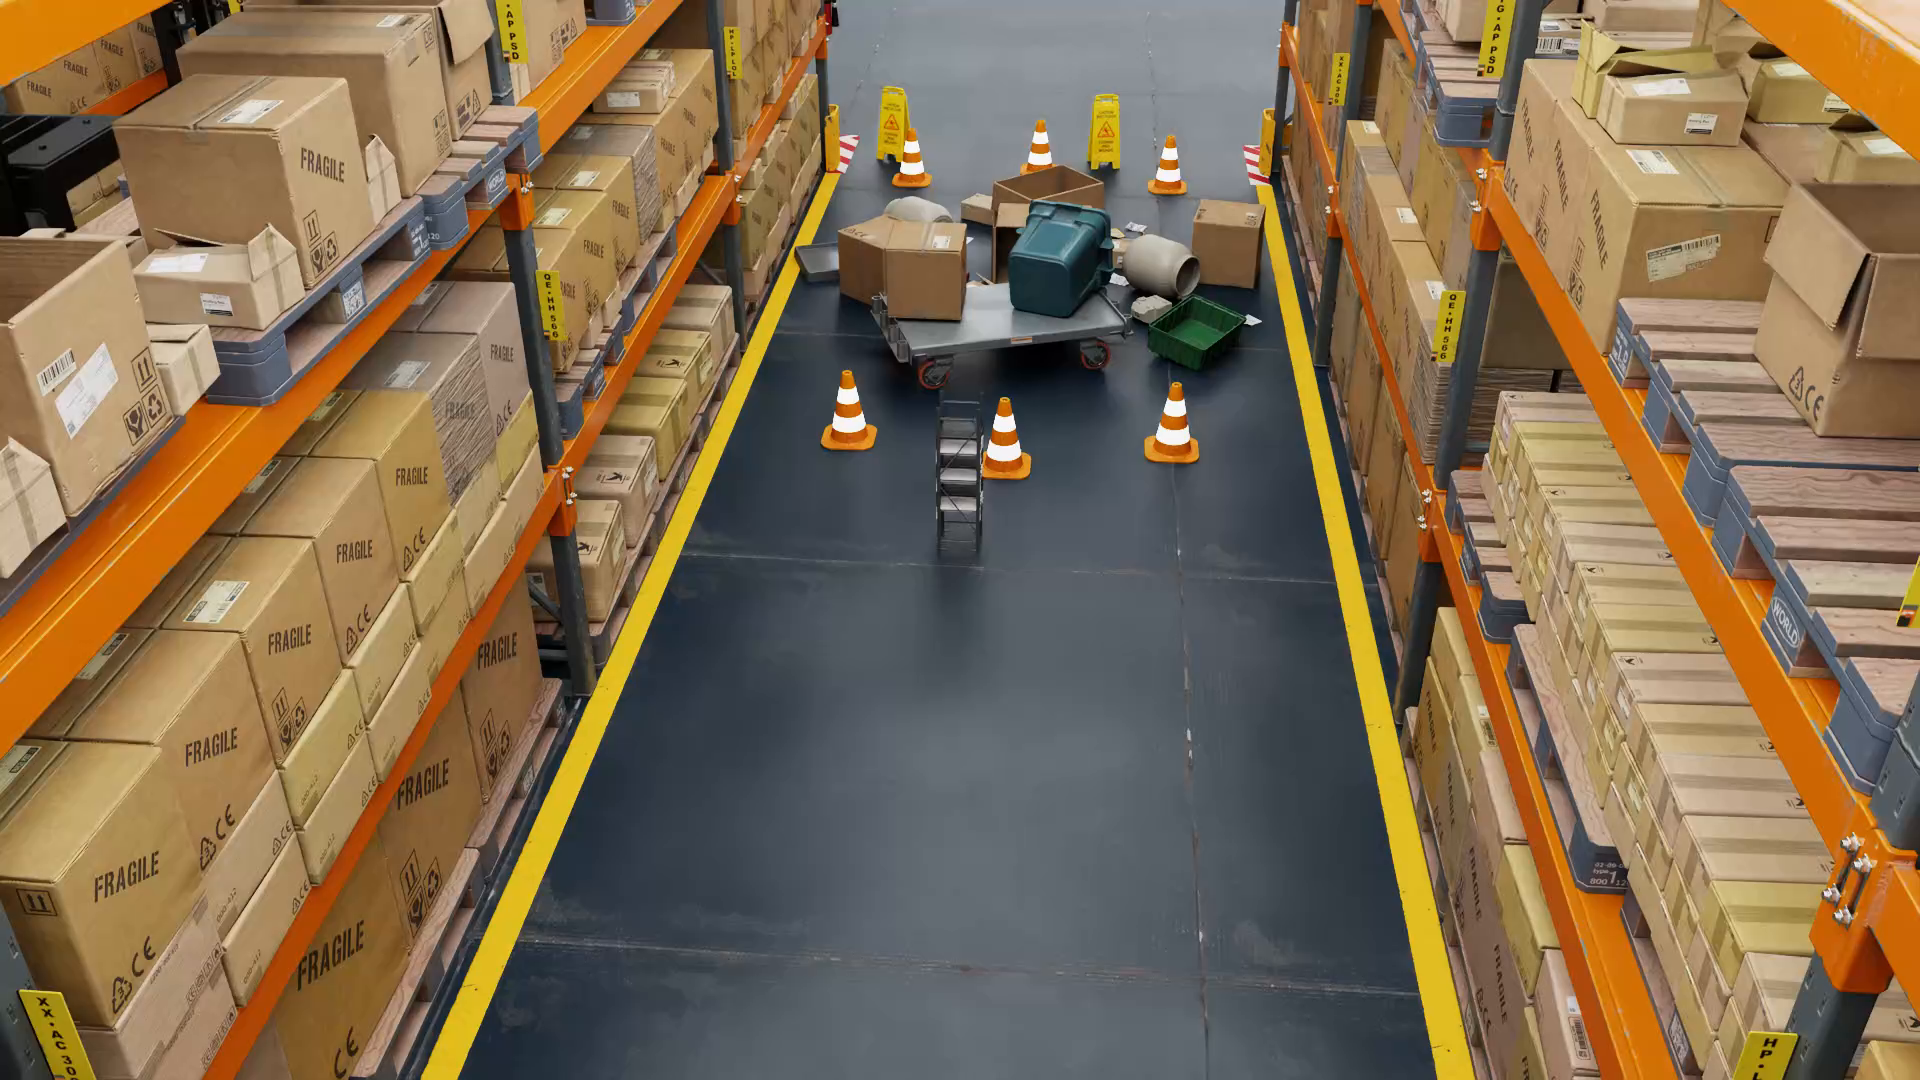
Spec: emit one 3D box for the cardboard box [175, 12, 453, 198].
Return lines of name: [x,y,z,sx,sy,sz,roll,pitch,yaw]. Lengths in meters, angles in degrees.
cardboard box: [-2.216,-1.517,5.778,0.700,0.500,0.500,1,32,2]

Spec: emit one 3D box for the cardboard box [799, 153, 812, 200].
cardboard box: [-1.522,-3.031,13.810,0.500,0.250,0.500,3,32,4]

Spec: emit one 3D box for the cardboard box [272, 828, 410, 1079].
cardboard box: [-2.614,1.473,5.906,0.875,0.875,0.875,3,32,5]

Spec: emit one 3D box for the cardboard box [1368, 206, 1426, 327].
cardboard box: [2.506,-1.465,8.954,0.500,0.500,0.500,3,32,5]

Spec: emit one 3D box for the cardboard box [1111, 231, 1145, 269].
cardboard box: [1.247,-2.291,12.994,0.396,0.266,0.258,8,32,12]

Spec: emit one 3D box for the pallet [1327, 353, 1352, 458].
pallet: [2.955,-0.883,10.763,1.003,0.211,1.213,2,32,4]

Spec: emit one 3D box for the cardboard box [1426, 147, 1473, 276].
cardboard box: [2.743,-1.621,8.253,0.700,0.500,0.500,2,32,3]

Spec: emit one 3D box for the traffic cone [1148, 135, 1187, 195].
traffic cone: [1.809,-3.272,14.398,0.336,0.463,0.334,2,32,4]

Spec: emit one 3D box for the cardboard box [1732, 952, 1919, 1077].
cardboard box: [2.129,1.163,4.057,0.380,0.149,0.250,4,32,6]

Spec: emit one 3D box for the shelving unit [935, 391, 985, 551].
shelving unit: [-0.001,-0.379,9.287,0.258,0.900,0.210,2,32,4]

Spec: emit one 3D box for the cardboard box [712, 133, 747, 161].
cardboard box: [-1.654,-2.680,11.259,0.380,0.149,0.250,2,32,4]

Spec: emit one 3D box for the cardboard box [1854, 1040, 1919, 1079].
cardboard box: [2.011,1.337,3.170,0.500,0.500,0.500,3,32,5]

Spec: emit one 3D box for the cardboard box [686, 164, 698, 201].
cardboard box: [-1.791,-2.153,10.004,0.380,0.149,0.250,2,32,3]

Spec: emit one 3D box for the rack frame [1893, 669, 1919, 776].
rack frame: [2.291,-0.848,2.329,1.000,3.000,0.127,2,32,4]

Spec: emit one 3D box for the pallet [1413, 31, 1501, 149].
pallet: [2.616,-1.921,7.109,1.213,0.211,1.003,4,32,6]

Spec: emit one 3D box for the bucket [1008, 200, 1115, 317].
bucket: [0.656,-1.900,11.426,0.726,0.611,0.620,14,44,21]

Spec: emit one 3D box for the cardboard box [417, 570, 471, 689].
cardboard box: [-2.191,0.326,6.286,0.500,0.250,0.500,2,32,3]

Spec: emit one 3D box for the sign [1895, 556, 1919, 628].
sign: [1.738,0.019,2.912,0.100,0.325,0.005,2,32,4]

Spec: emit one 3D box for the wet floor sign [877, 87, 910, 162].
wet floor sign: [-0.592,-3.779,15.047,0.267,0.644,0.232,14,34,21]

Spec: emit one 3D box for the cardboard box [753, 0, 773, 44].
cardboard box: [-1.684,-3.718,11.372,0.700,0.500,0.500,3,32,4]

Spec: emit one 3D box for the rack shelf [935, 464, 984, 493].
rack shelf: [-0.001,-0.350,9.305,0.258,0.077,0.200,2,32,4]

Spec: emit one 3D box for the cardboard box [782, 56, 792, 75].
cardboard box: [-1.525,-3.744,12.986,0.380,0.149,0.250,2,32,3]

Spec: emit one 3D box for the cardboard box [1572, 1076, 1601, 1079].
cardboard box: [2.100,1.872,4.901,0.500,0.250,0.500,2,32,3]

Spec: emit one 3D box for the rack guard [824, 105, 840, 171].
rack guard: [-1.680,-3.624,14.934,1.175,0.500,0.348,2,32,4]

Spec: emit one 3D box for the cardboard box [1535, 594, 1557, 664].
cardboard box: [2.296,0.330,5.975,0.380,0.149,0.250,3,32,6]

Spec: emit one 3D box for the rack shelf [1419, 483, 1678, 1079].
rack shelf: [2.454,0.966,5.789,1.077,0.370,4.000,2,32,4]

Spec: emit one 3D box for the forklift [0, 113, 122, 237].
forklift: [-4.647,-0.989,8.341,1.130,2.935,3.031,3,32,4]

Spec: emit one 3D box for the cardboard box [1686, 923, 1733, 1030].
cardboard box: [2.147,1.153,4.356,0.380,0.149,0.250,3,32,4]

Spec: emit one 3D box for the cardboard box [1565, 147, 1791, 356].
cardboard box: [2.236,-0.894,5.168,0.500,0.500,0.500,2,32,4]

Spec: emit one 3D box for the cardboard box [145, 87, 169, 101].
cardboard box: [-6.415,-3.586,13.757,0.500,0.250,0.500,3,32,5]

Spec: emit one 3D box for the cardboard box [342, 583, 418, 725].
cardboard box: [-2.213,0.379,5.722,0.500,0.250,0.500,2,32,2]

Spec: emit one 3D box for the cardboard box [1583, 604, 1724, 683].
cardboard box: [2.256,0.340,5.391,0.380,0.149,0.250,2,32,3]

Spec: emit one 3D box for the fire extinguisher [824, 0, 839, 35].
fire extinguisher: [-1.205,-4.735,14.428,0.296,0.674,0.183,2,32,4]

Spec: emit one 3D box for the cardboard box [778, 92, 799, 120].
cardboard box: [-1.489,-3.437,13.136,0.380,0.149,0.250,4,32,6]

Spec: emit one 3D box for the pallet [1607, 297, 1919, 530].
pallet: [2.529,-0.352,4.562,1.213,0.211,1.003,2,32,4]

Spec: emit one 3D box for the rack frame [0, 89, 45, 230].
rack frame: [-6.947,-2.846,11.289,1.000,3.000,0.127,2,32,4]

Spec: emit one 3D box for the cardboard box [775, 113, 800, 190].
cardboard box: [-1.566,-3.088,13.188,0.500,0.500,0.500,2,32,3]

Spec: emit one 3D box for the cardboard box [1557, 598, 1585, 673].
cardboard box: [2.274,0.334,5.686,0.380,0.149,0.250,2,32,4]

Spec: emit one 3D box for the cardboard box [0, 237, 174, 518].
cardboard box: [-2.290,-0.399,3.965,0.500,0.500,0.500,2,32,3]

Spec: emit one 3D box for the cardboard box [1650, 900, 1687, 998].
cardboard box: [2.169,1.152,4.641,0.380,0.149,0.250,2,32,4]

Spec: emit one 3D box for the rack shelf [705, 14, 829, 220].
rack shelf: [-1.837,-3.375,12.834,1.077,0.370,4.000,2,32,4]

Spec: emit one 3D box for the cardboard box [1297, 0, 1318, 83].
cardboard box: [3.089,-3.861,12.793,0.875,0.550,0.550,2,32,4]

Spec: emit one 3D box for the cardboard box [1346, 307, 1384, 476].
cardboard box: [2.899,-0.866,9.820,1.050,0.750,0.750,2,32,4]

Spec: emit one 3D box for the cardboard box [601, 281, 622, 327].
cardboard box: [-1.946,-1.209,8.471,0.380,0.149,0.250,3,32,4]

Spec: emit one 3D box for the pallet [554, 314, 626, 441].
pallet: [-2.373,-0.840,8.217,1.213,0.211,1.003,2,32,4]

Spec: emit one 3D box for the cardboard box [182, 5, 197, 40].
cardboard box: [-6.493,-4.173,13.347,0.500,0.500,0.500,2,32,3]

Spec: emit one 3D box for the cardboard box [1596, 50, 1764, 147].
cardboard box: [2.286,-1.427,5.302,0.396,0.266,0.258,2,32,4]

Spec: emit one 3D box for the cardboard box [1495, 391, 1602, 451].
cardboard box: [2.386,-0.475,6.714,0.380,0.149,0.250,3,32,4]

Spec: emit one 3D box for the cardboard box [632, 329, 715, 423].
cardboard box: [-2.095,-1.045,10.472,0.950,0.372,0.625,4,32,7]

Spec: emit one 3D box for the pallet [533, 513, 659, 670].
pallet: [-2.260,0.234,8.949,1.003,0.211,1.213,2,32,4]

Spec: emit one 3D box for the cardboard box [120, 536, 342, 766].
cardboard box: [-2.271,0.332,5.084,0.500,0.500,0.500,2,32,3]

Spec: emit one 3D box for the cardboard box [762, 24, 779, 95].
cardboard box: [-1.614,-3.549,12.051,0.500,0.500,0.500,2,32,4]

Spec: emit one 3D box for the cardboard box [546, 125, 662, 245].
cardboard box: [-1.937,-1.930,9.023,0.500,0.500,0.500,1,32,2]

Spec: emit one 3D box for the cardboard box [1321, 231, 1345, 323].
cardboard box: [3.063,-2.077,11.667,0.875,0.875,0.875,3,32,5]

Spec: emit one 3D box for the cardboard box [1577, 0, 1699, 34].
cardboard box: [2.895,-2.215,6.996,0.500,0.311,0.500,3,32,4]
